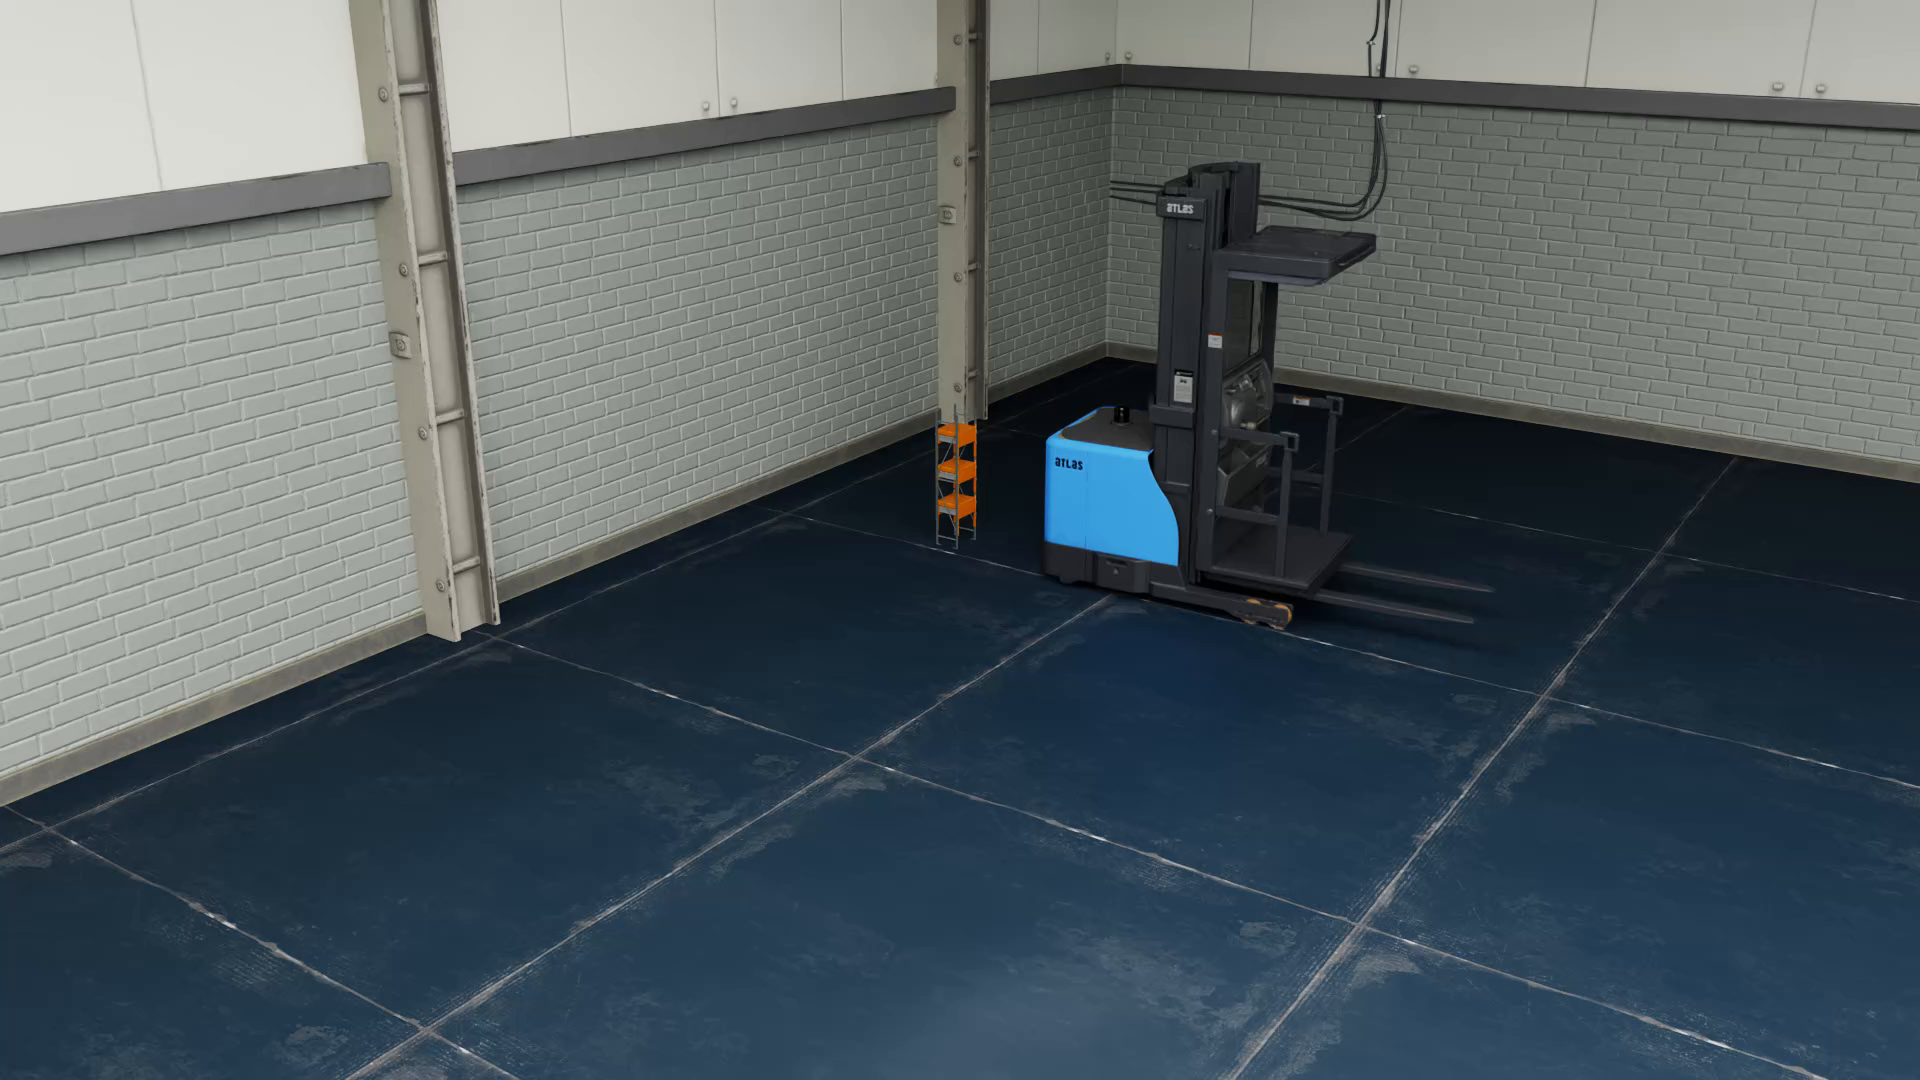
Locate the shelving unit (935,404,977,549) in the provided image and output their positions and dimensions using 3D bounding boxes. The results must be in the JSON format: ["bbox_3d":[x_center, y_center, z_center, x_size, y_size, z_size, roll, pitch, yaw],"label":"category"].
[{"bbox_3d":[-0.030,-0.477,12.541,0.215,1.050,0.252,13,24,32],"label":"shelving unit"}]

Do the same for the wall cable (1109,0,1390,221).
[{"bbox_3d":[2.781,-4.487,16.401,3.097,2.526,0.112,13,24,32],"label":"wall cable"}]

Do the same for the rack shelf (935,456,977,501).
[{"bbox_3d":[-0.030,-0.467,12.545,0.215,0.259,0.240,13,24,32],"label":"rack shelf"}]

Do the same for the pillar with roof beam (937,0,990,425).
[{"bbox_3d":[3.592,-4.517,12.004,9.100,9.000,0.400,13,24,32],"label":"pillar with roof beam"}]

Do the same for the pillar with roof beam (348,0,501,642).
[{"bbox_3d":[0.219,-2.795,7.350,9.100,9.000,0.400,13,24,32],"label":"pillar with roof beam"}]

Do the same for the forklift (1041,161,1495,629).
[{"bbox_3d":[2.129,-0.986,11.206,3.031,2.935,1.130,11,23,27],"label":"forklift"}]

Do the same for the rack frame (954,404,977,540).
[{"bbox_3d":[0.039,-0.512,12.636,0.200,1.050,0.008,13,24,32],"label":"rack frame"}]

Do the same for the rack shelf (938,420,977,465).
[{"bbox_3d":[-0.030,-0.733,12.446,0.215,0.259,0.240,13,24,32],"label":"rack shelf"}]

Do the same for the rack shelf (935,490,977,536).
[{"bbox_3d":[-0.030,-0.206,12.641,0.215,0.259,0.240,13,24,32],"label":"rack shelf"}]

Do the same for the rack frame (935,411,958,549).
[{"bbox_3d":[-0.099,-0.442,12.447,0.200,1.050,0.008,13,24,32],"label":"rack frame"}]
